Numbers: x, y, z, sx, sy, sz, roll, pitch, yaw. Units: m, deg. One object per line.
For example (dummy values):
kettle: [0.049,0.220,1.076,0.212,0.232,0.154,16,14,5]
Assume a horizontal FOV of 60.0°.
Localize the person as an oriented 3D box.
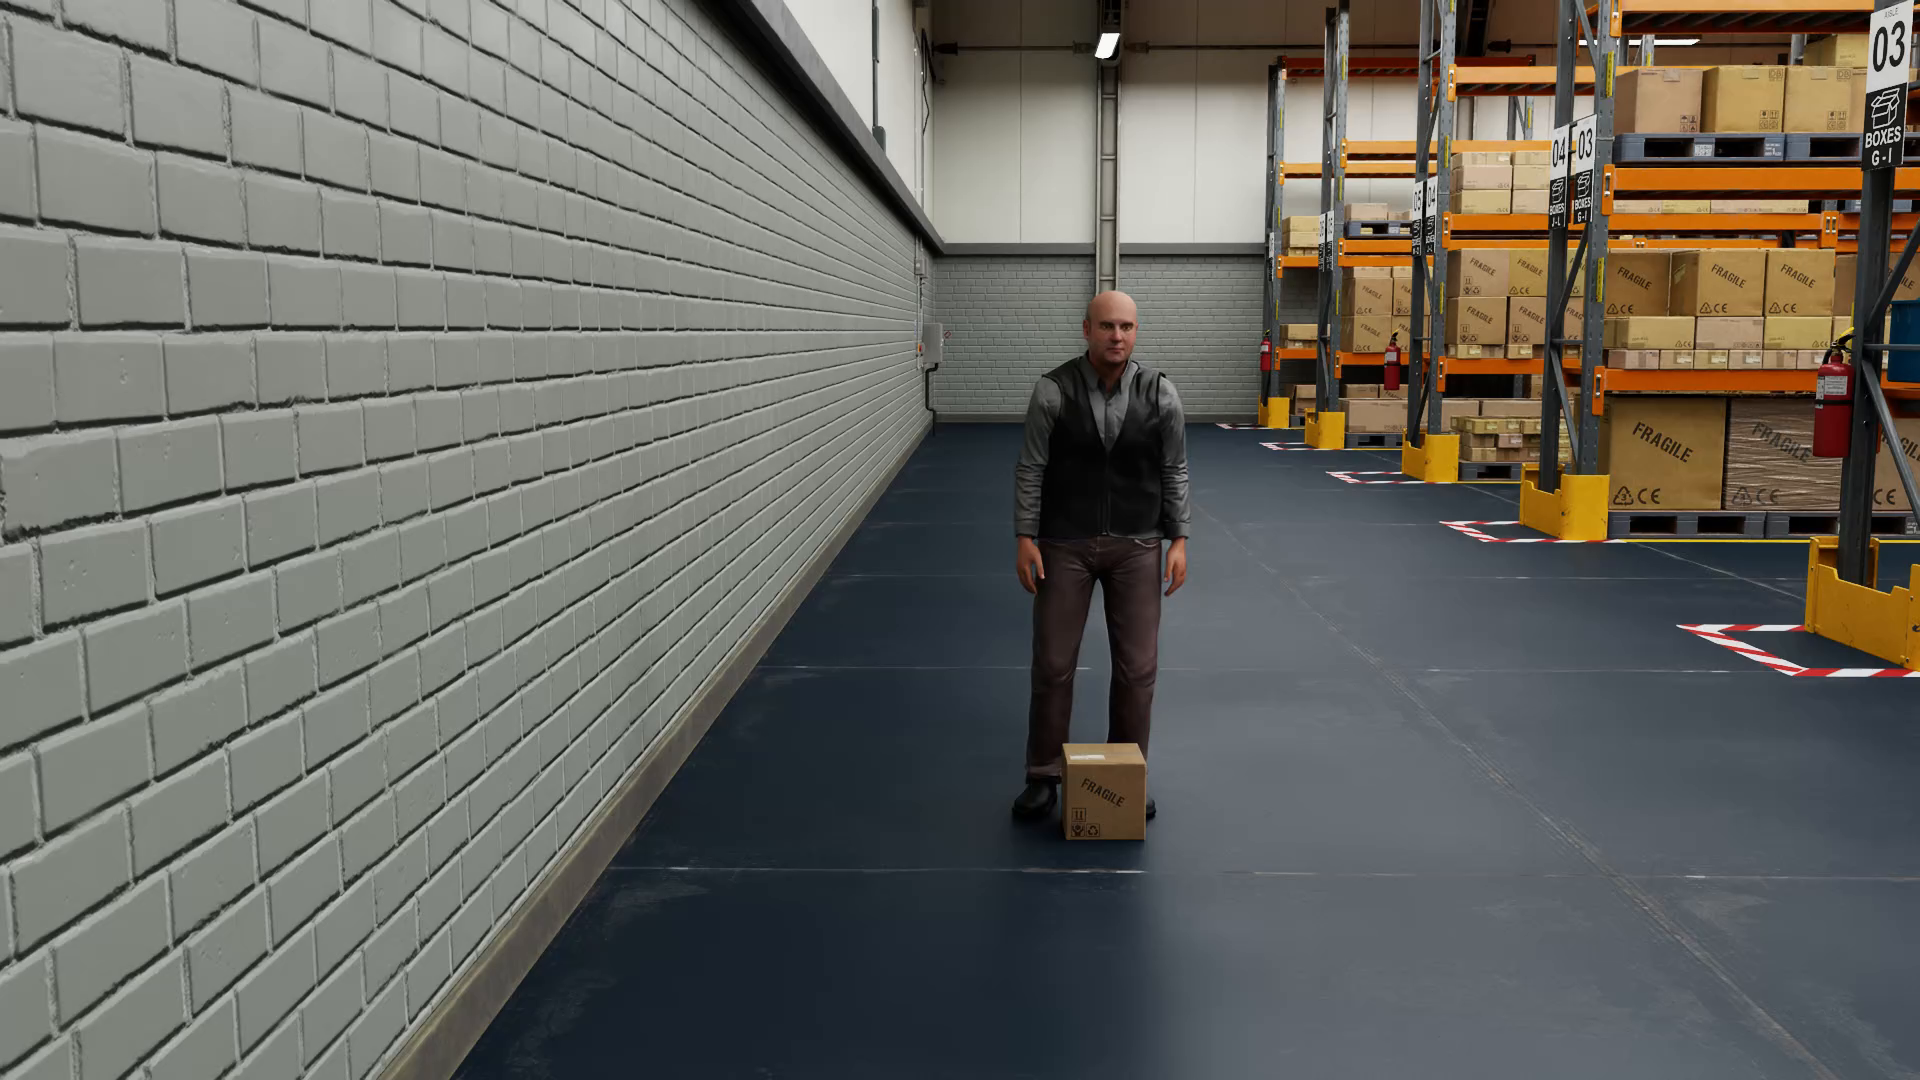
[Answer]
person: [0.466,0.091,5.535,0.594,1.621,0.418,0,7,-1]
